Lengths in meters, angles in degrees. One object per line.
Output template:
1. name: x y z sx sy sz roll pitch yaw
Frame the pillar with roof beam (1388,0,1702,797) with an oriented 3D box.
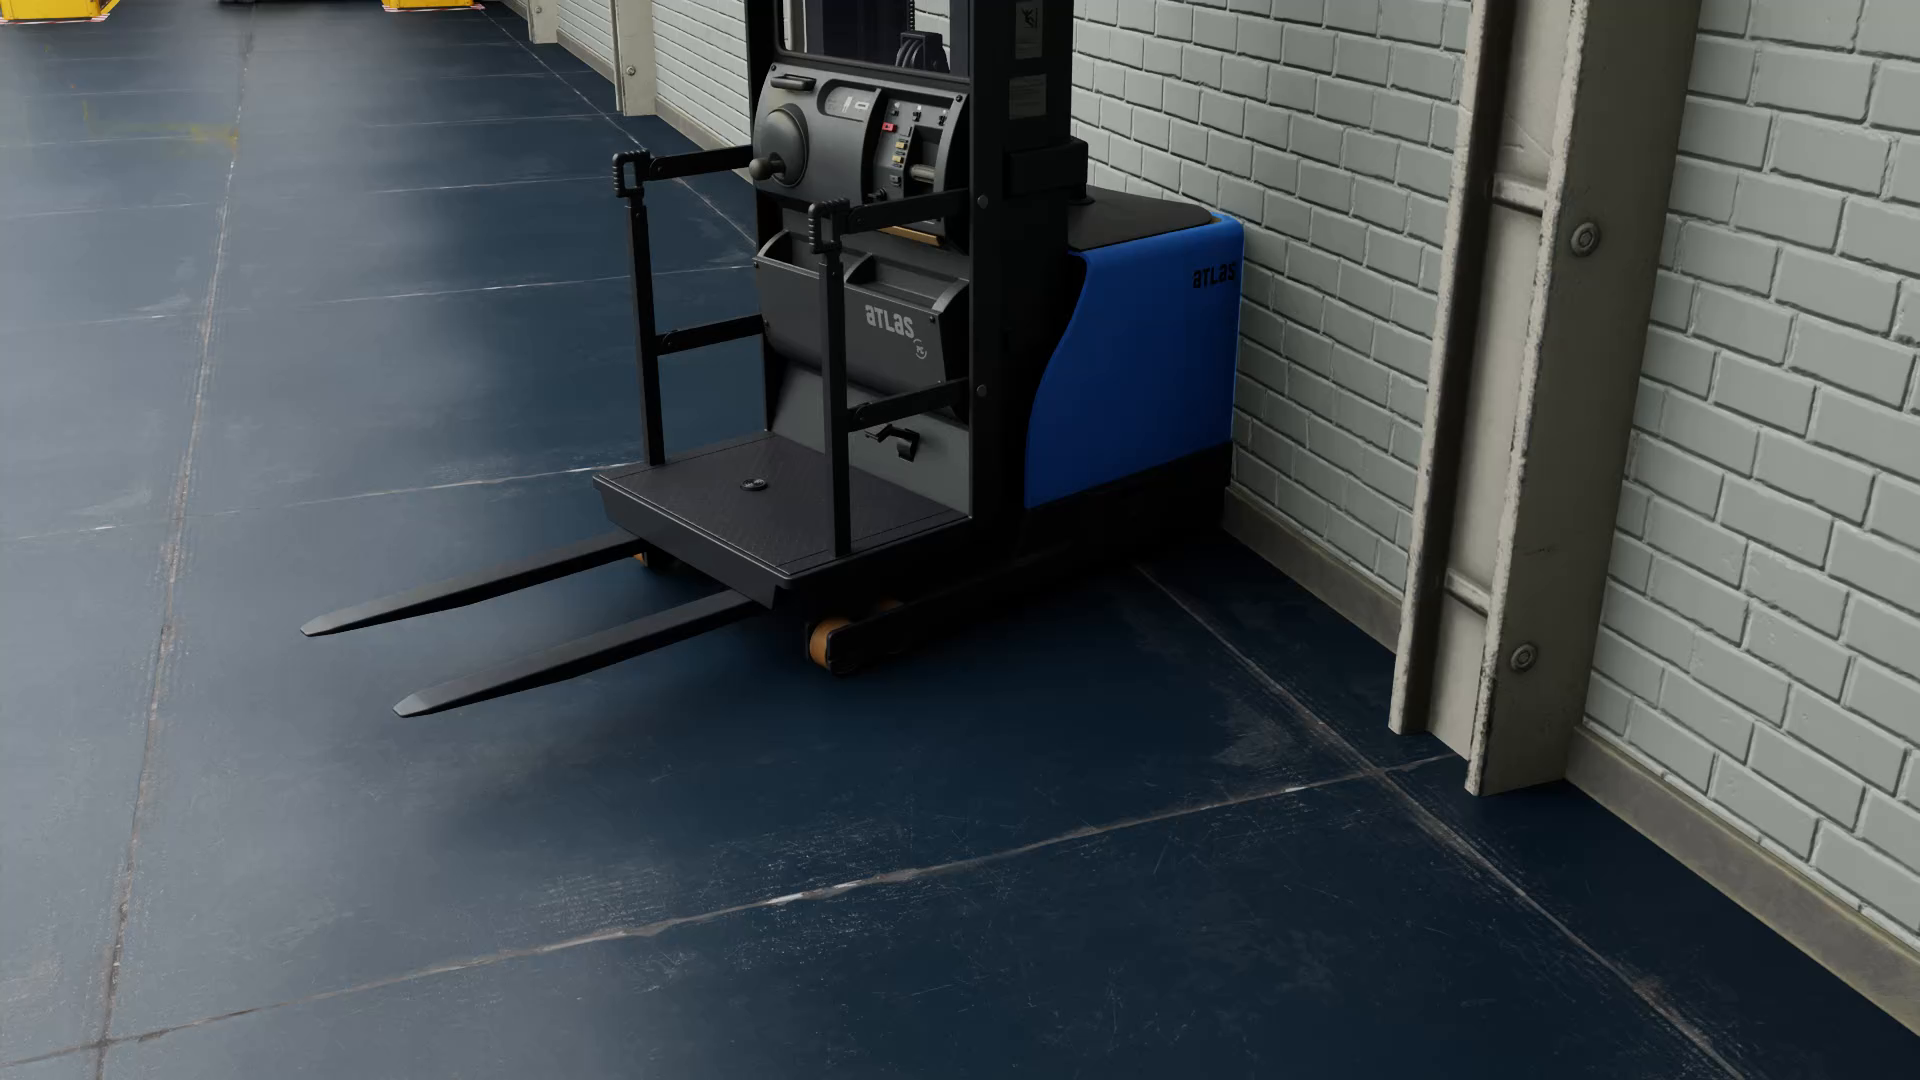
1. pillar with roof beam: -2.646 -2.998 1.277 9.100 9.000 0.400 -8 24 -19

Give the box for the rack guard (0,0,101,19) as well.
1. rack guard: -12.364 -7.361 22.572 1.175 0.500 0.348 -8 24 -19

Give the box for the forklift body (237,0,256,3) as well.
1. forklift body: -10.071 -9.216 24.846 2.313 2.155 1.214 -8 24 -19

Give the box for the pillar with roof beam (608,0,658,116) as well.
1. pillar with roof beam: -6.885 -7.358 11.622 9.100 9.000 0.400 -8 24 -19

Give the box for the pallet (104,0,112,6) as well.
1. pallet: -13.045 -7.971 24.390 1.003 0.211 1.213 -8 24 -19

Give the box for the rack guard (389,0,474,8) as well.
1. rack guard: -7.686 -8.008 24.105 1.175 0.500 0.348 -8 24 -19

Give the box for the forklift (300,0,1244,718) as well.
1. forklift: -0.469 -1.191 4.802 3.031 2.935 1.130 -19 29 -37

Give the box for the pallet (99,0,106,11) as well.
1. pallet: -12.617 -7.528 23.340 1.003 0.211 1.213 -8 24 -19

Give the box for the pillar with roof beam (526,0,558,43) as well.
1. pillar with roof beam: -9.005 -9.538 16.795 9.100 9.000 0.400 -8 24 -19

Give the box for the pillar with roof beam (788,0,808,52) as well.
1. pillar with roof beam: -4.766 -5.178 6.450 9.100 9.000 0.400 -8 24 -19
